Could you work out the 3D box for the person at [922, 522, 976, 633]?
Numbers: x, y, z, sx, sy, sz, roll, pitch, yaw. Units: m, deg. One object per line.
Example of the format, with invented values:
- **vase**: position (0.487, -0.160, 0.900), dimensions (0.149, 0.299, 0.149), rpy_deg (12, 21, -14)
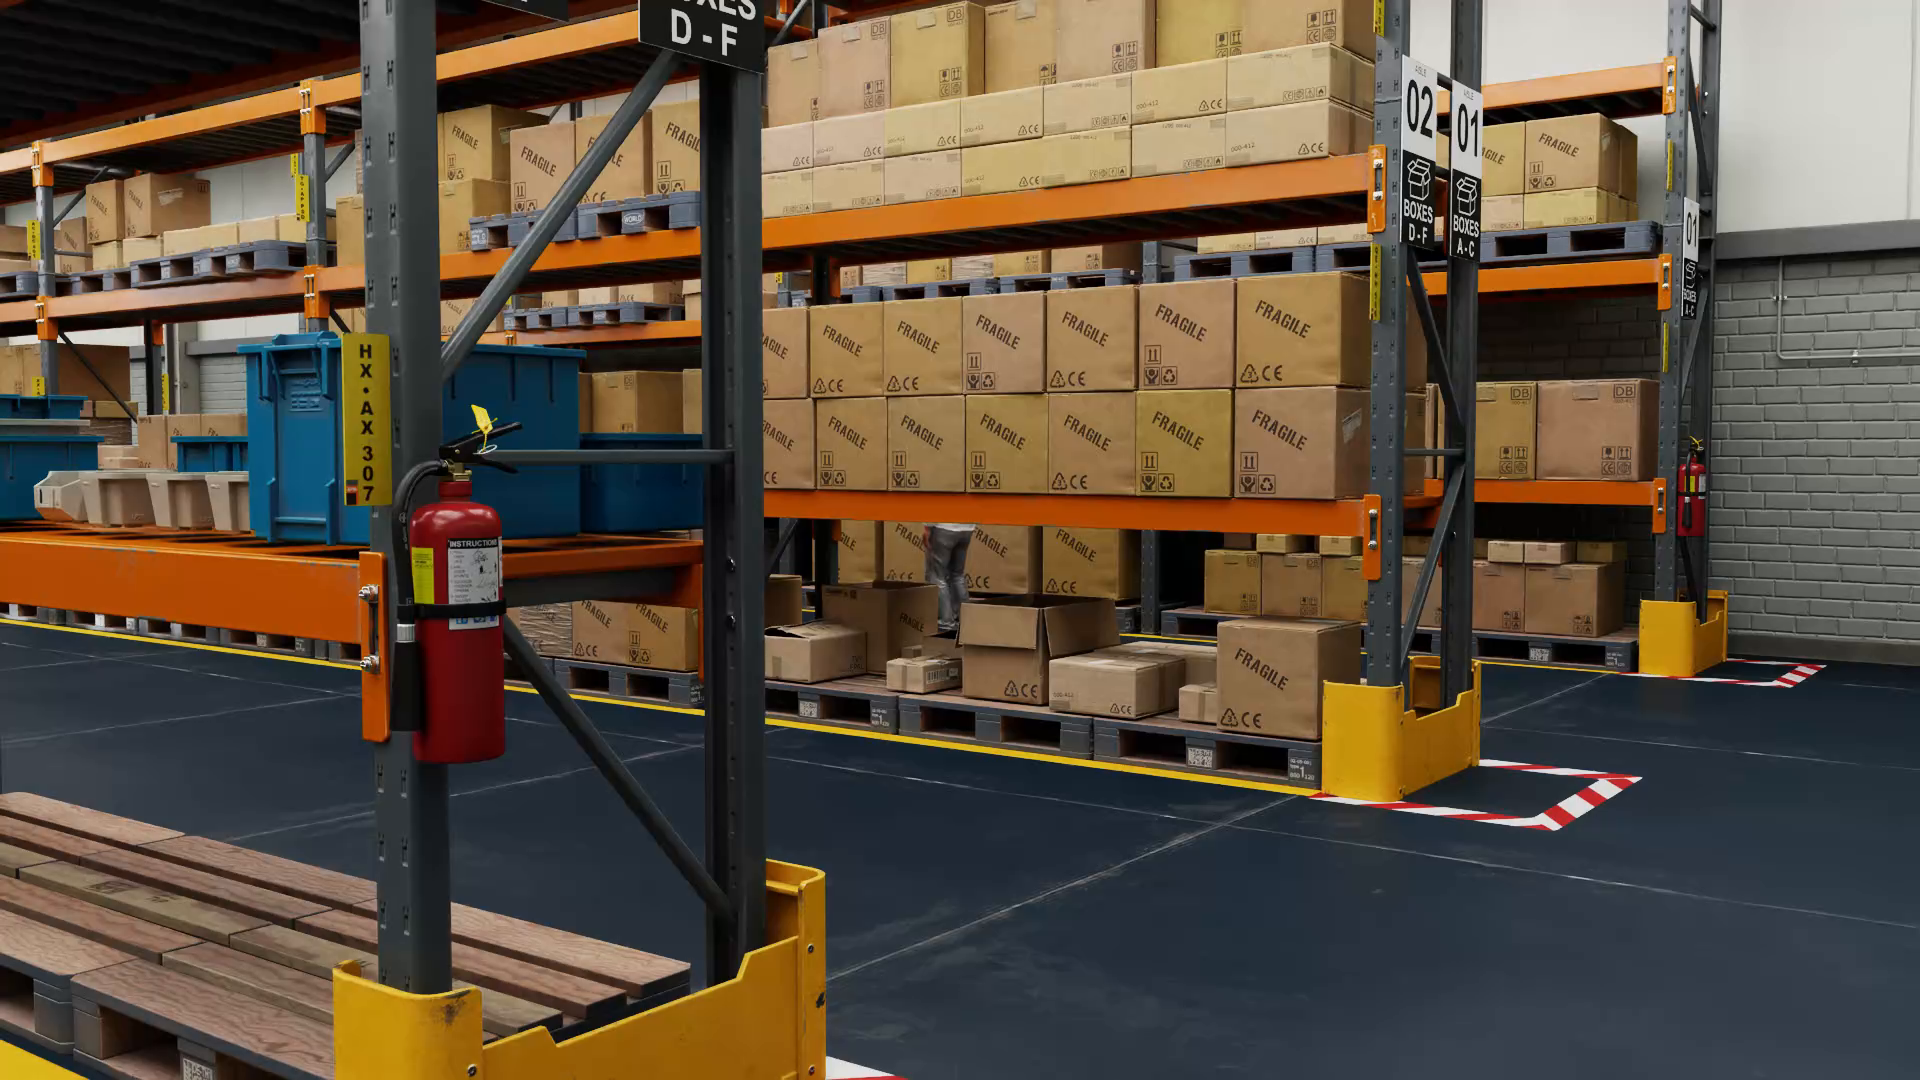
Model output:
- **person**: position (-0.113, -0.101, 13.500), dimensions (0.463, 1.770, 0.585), rpy_deg (2, 4, 34)
